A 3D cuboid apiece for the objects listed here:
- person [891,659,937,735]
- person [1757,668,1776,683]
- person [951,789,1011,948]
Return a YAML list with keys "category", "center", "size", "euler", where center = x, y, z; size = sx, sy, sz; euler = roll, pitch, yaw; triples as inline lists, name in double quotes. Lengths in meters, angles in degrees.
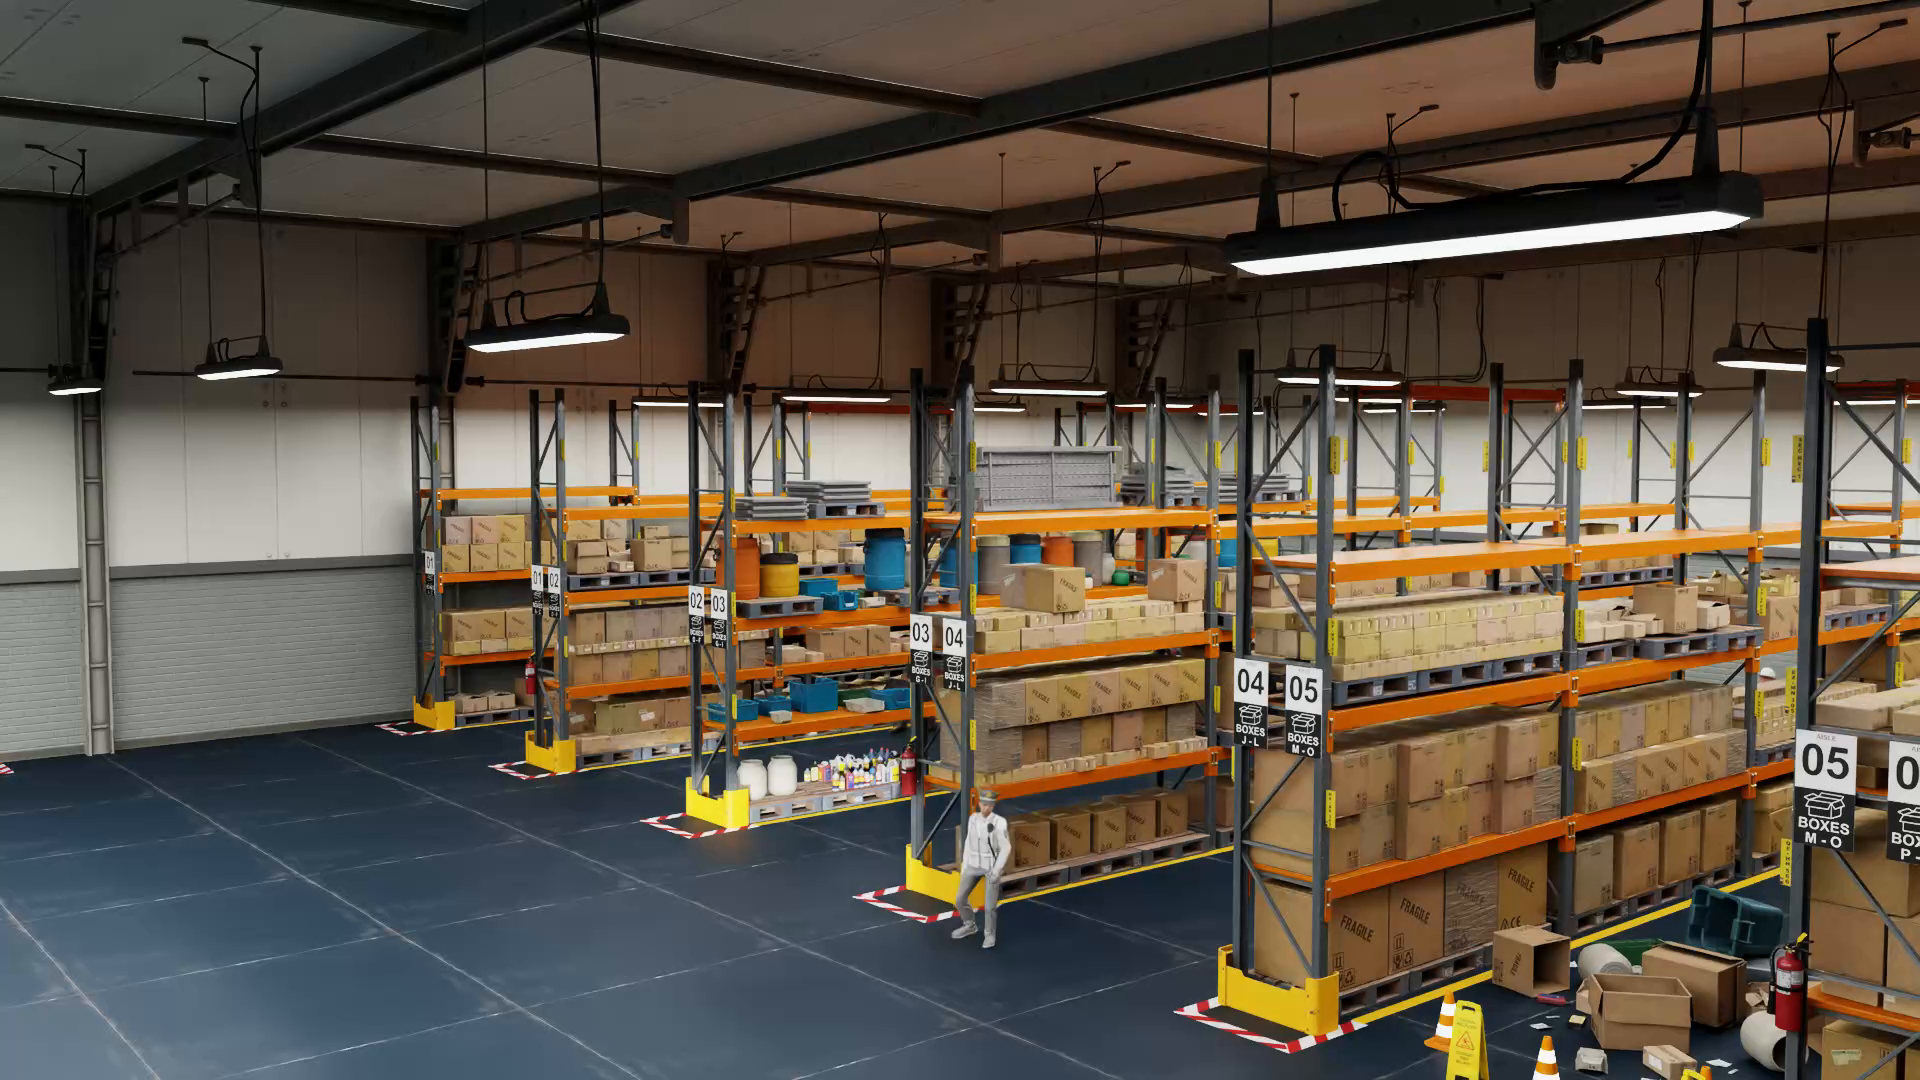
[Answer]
- category: "person"
  center: [-0.739, 2.587, 29.044]
  size: [0.834, 1.693, 0.715]
  euler: [-2, 4, -30]
- category: "person"
  center: [12.061, 2.811, 24.792]
  size: [0.798, 1.835, 0.652]
  euler: [-3, 4, -37]
- category: "person"
  center: [0.182, 3.345, 16.926]
  size: [0.731, 1.650, 0.560]
  euler: [2, 4, 26]
